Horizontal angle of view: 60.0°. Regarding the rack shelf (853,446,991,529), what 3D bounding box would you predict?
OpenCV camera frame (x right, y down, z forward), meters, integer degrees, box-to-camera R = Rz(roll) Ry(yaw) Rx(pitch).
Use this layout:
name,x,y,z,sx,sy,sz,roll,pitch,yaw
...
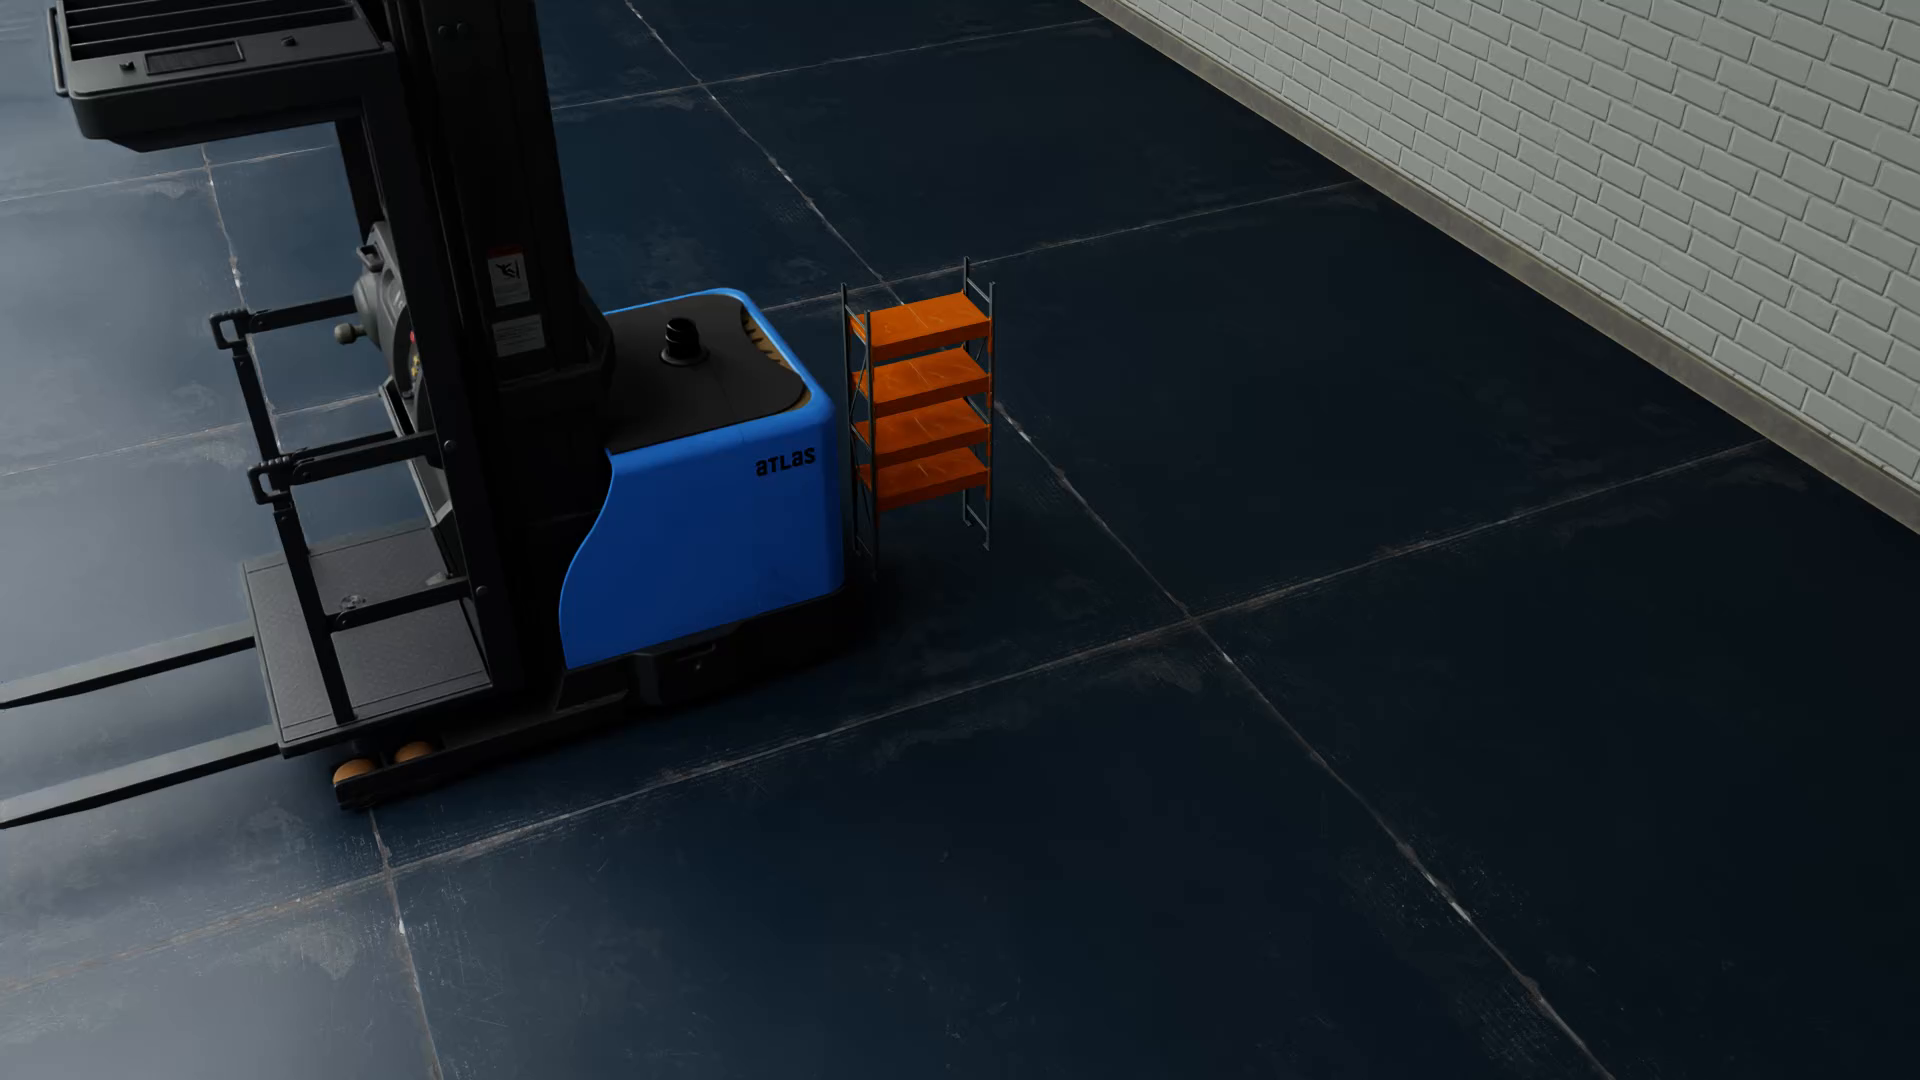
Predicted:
name,x,y,z,sx,sy,sz,roll,pitch,yaw
rack shelf,-0.150,-0.226,6.494,0.480,0.148,0.258,-16,39,-20

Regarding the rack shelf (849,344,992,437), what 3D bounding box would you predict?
name,x,y,z,sx,sy,sz,roll,pitch,yaw
rack shelf,-0.150,-0.566,6.243,0.480,0.148,0.258,-16,39,-20

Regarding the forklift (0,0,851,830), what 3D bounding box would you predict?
name,x,y,z,sx,sy,sz,roll,pitch,yaw
forklift,-1.960,-0.642,5.155,3.031,2.935,1.130,-16,39,-20

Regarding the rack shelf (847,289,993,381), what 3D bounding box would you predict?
name,x,y,z,sx,sy,sz,roll,pitch,yaw
rack shelf,-0.150,-0.756,6.102,0.480,0.148,0.258,-16,39,-20

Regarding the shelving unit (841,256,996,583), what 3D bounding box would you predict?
name,x,y,z,sx,sy,sz,roll,pitch,yaw
shelving unit,-0.150,-0.440,6.336,0.503,1.200,0.258,-16,39,-20

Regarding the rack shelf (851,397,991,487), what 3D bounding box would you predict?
name,x,y,z,sx,sy,sz,roll,pitch,yaw
rack shelf,-0.150,-0.386,6.376,0.480,0.148,0.258,-16,39,-20

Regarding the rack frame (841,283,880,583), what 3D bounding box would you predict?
name,x,y,z,sx,sy,sz,roll,pitch,yaw
rack frame,-0.371,-0.378,6.253,0.015,1.200,0.240,-16,39,-20

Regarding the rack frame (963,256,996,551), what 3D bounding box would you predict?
name,x,y,z,sx,sy,sz,roll,pitch,yaw
rack frame,0.071,-0.502,6.419,0.015,1.200,0.240,-16,39,-20
